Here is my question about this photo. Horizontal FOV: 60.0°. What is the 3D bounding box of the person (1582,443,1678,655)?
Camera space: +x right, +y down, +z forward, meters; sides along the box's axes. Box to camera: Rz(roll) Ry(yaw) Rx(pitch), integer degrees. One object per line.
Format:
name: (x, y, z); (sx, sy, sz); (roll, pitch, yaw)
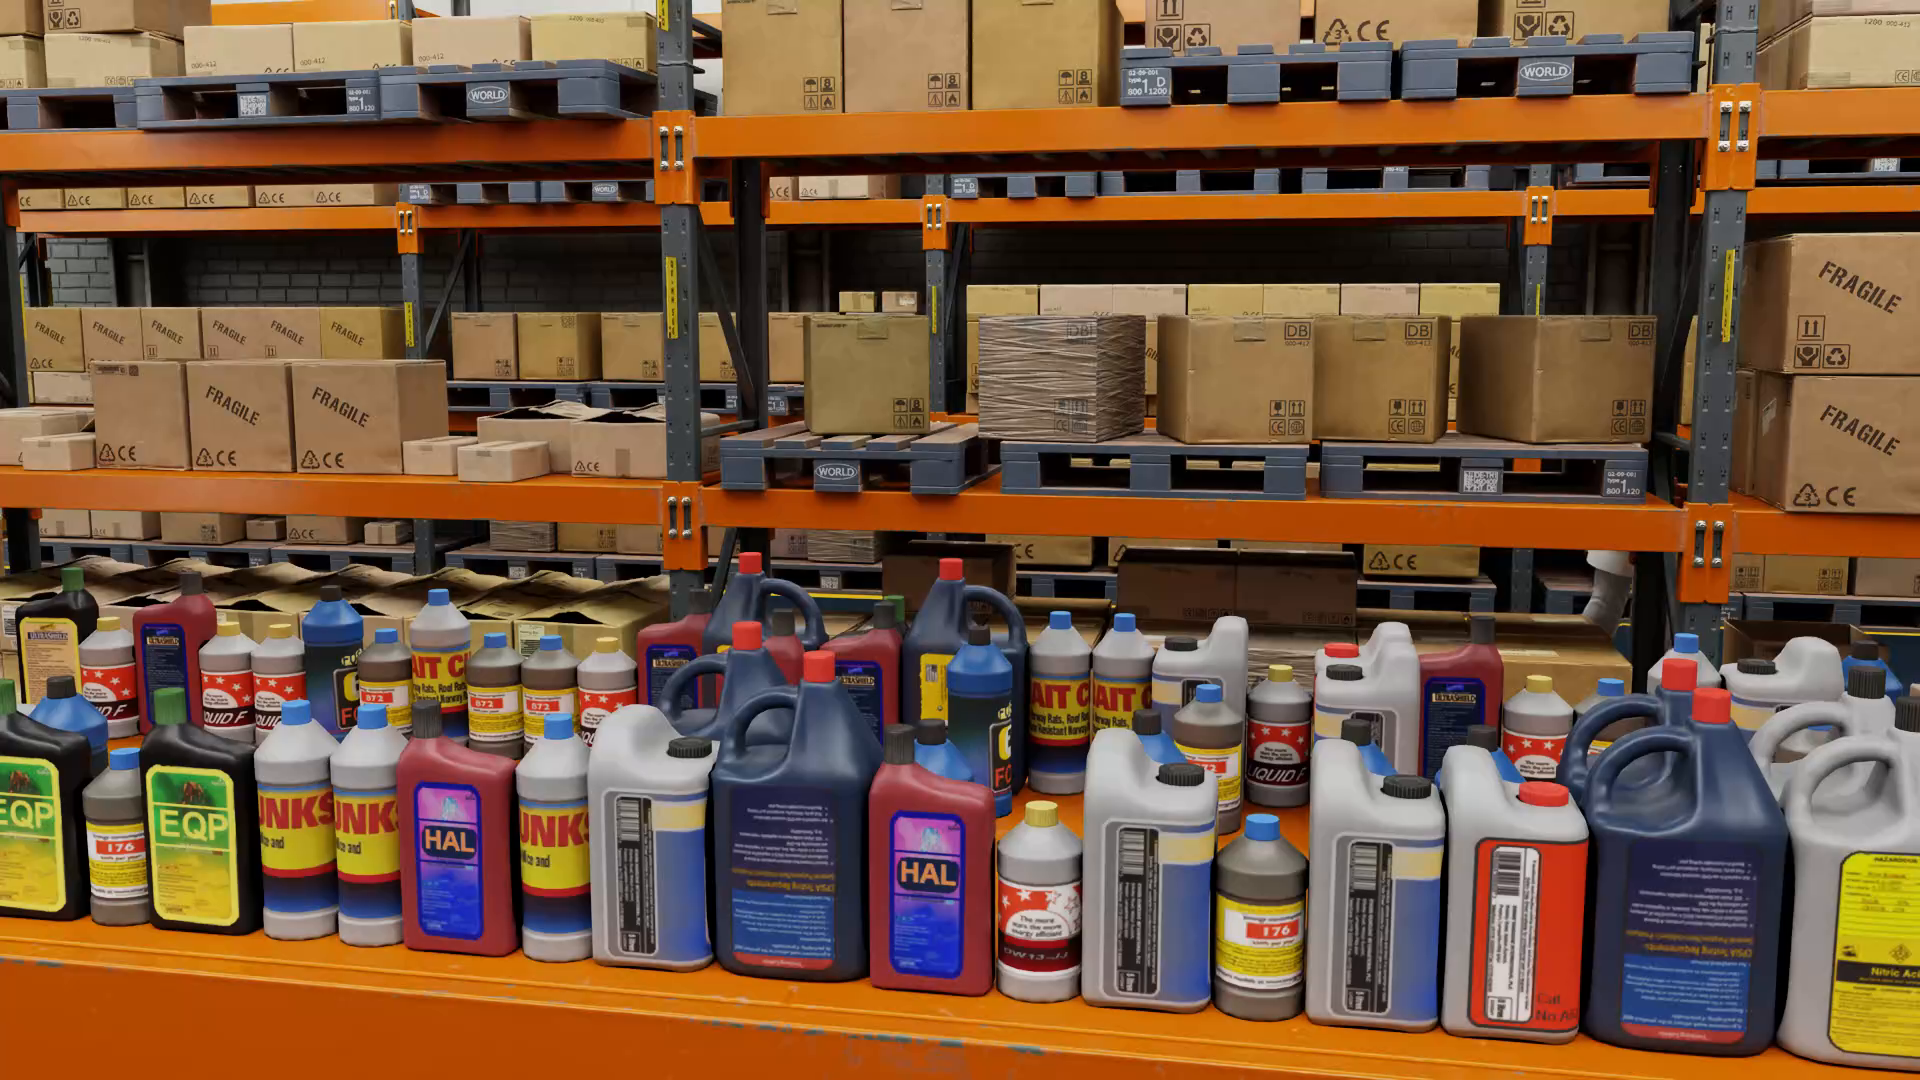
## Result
person: (3.544, -0.021, 8.638); (0.736, 1.842, 0.571); (3, 8, 21)
